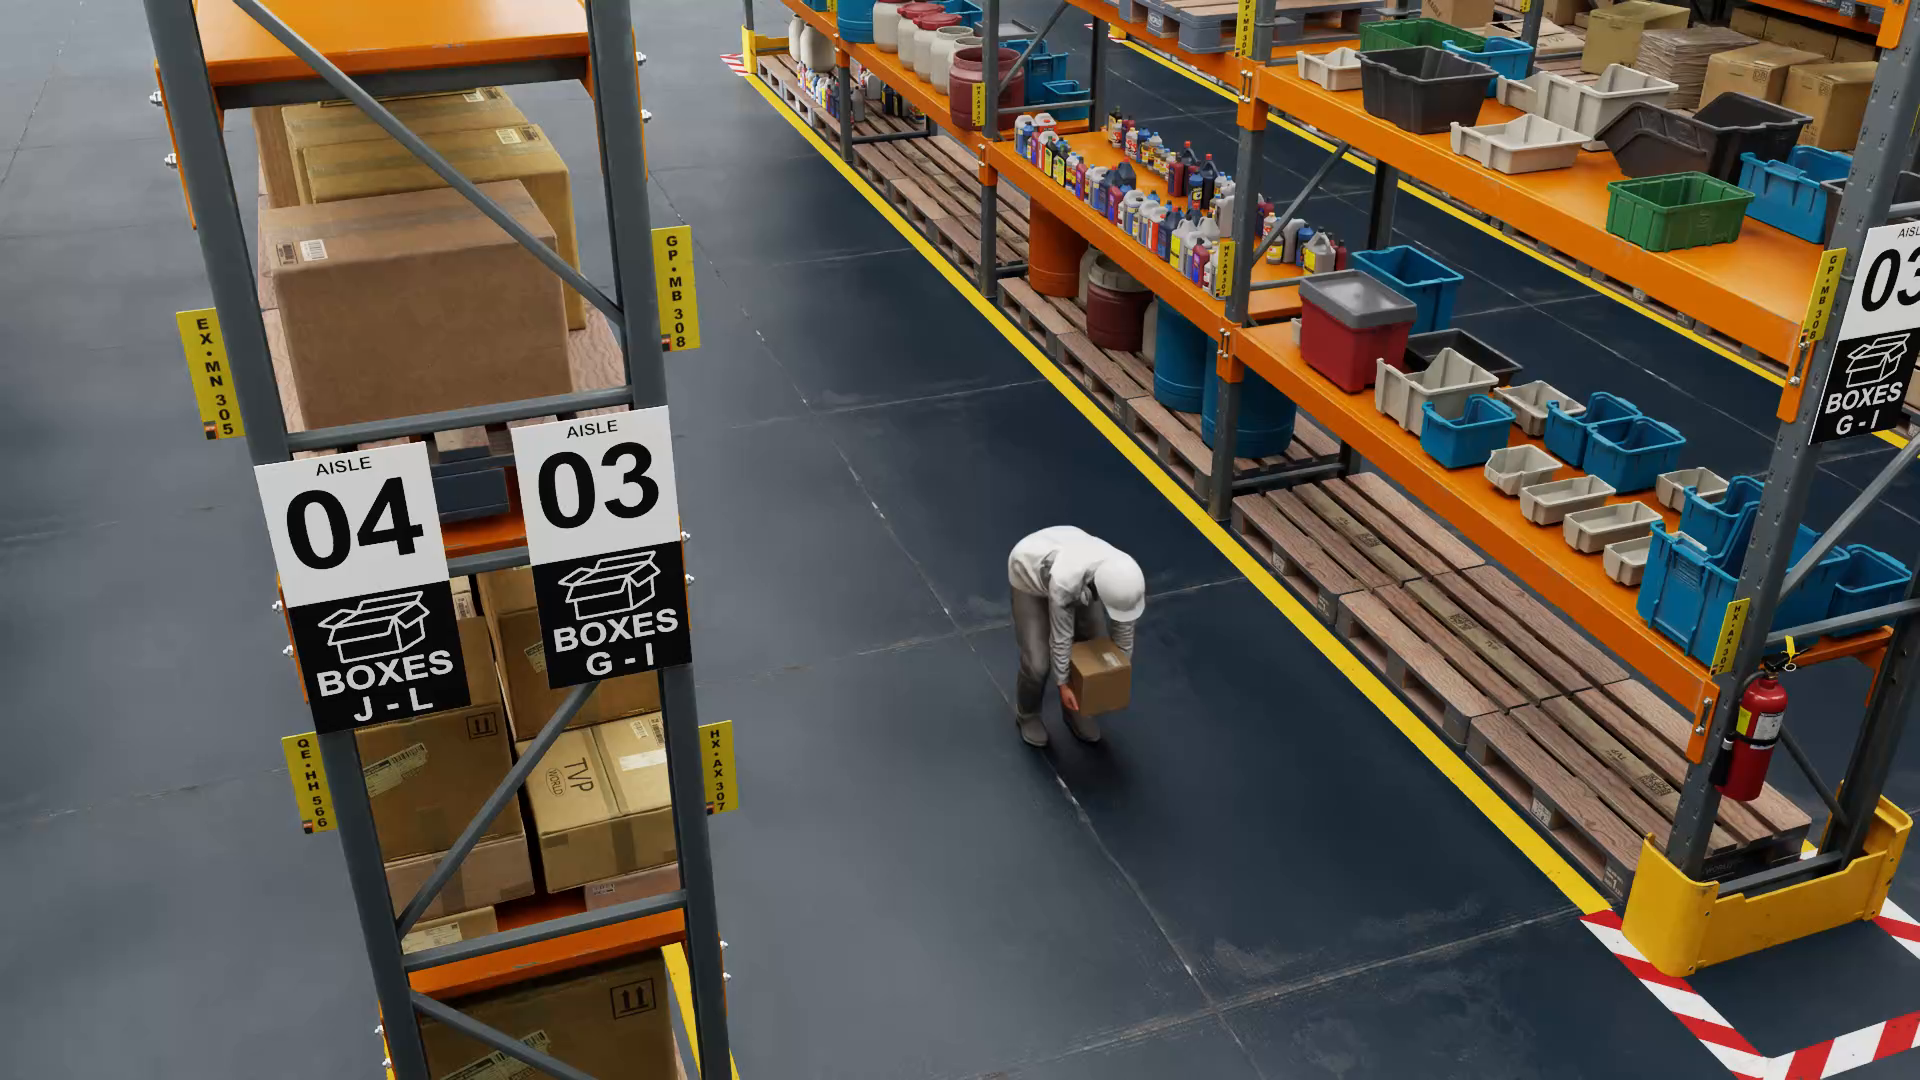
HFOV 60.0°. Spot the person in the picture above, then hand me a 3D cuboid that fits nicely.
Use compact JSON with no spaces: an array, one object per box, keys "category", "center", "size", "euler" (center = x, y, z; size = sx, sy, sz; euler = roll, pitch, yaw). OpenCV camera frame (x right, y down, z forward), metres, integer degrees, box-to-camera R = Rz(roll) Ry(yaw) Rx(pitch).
[{"category":"person","center":[0.566,0.416,7.942],"size":[0.468,1.427,0.898],"euler":[-11,32,-19]}]
